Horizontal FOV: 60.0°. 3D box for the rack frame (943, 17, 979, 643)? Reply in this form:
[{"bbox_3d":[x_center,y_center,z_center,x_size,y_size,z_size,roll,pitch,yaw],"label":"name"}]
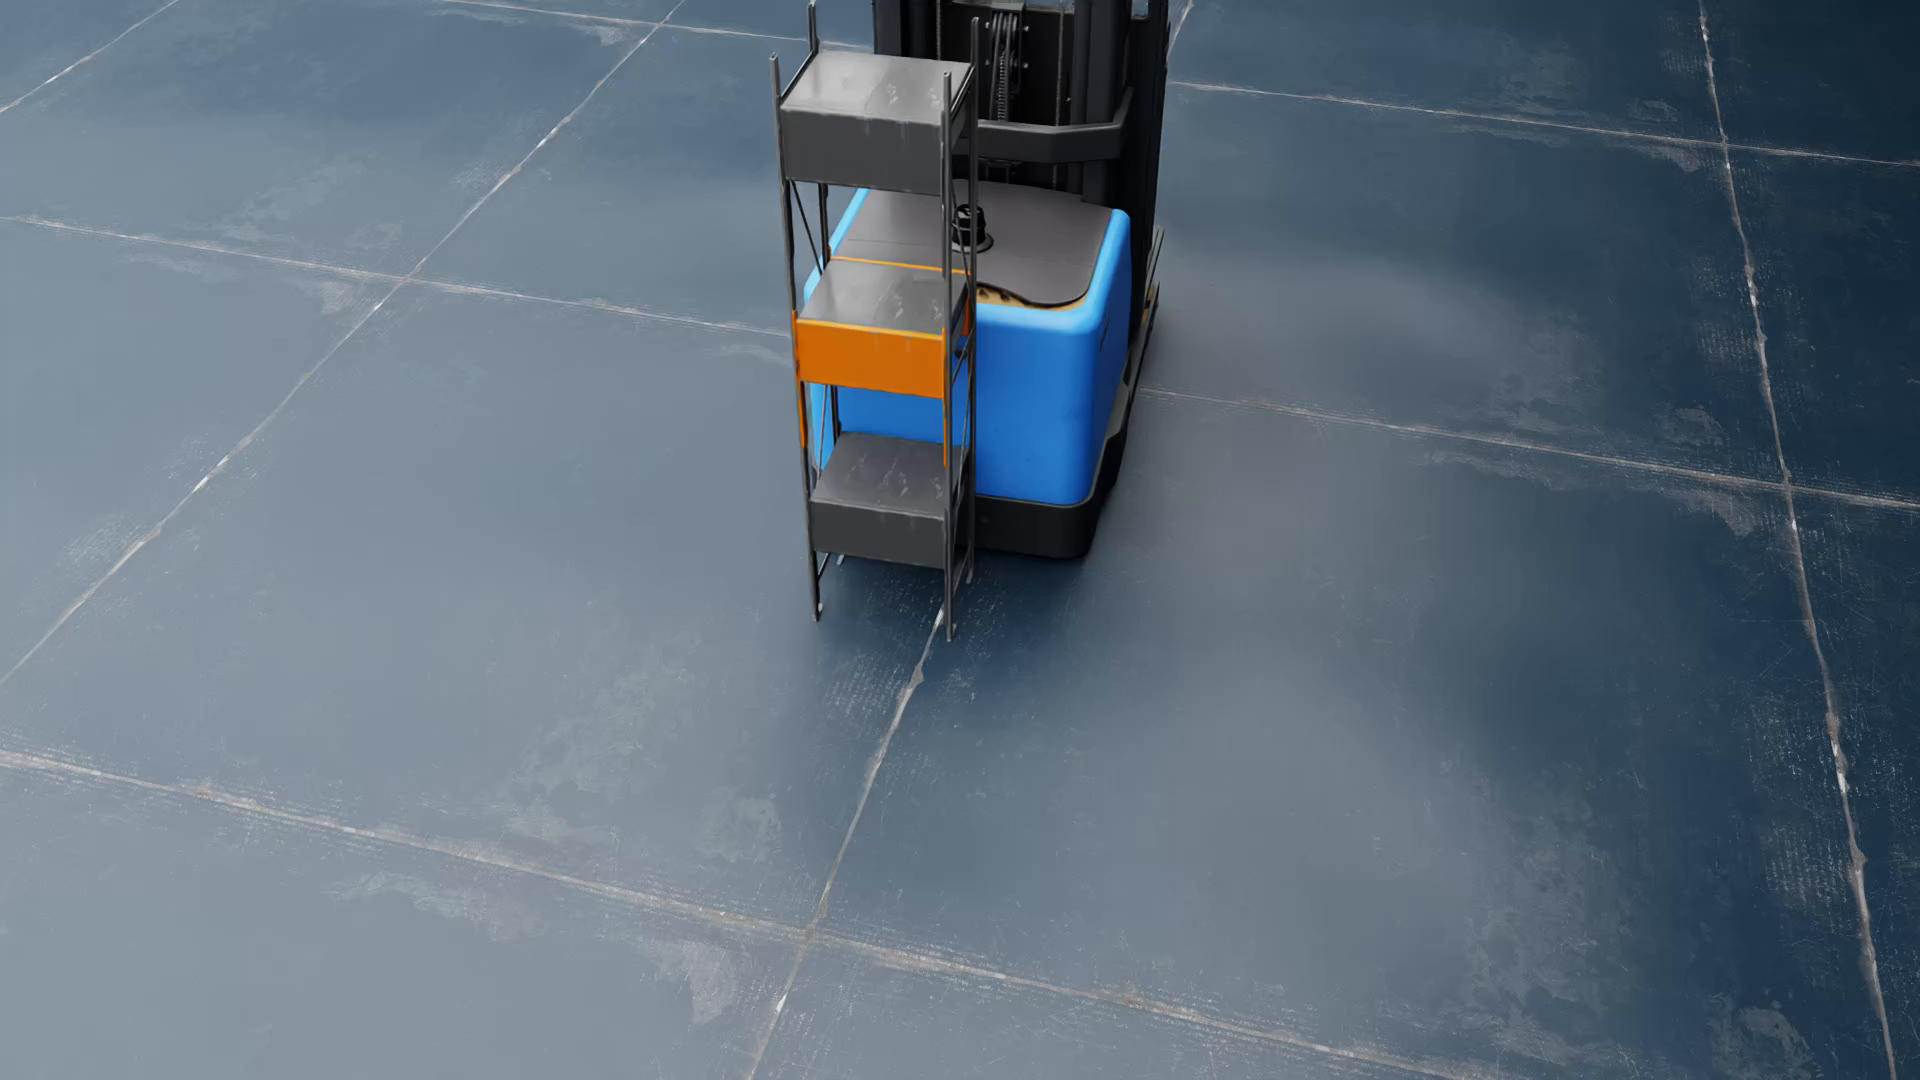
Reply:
[{"bbox_3d":[0.004,-0.569,5.295,0.015,2.100,0.400,8,41,9],"label":"rack frame"}]

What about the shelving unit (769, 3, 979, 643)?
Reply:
[{"bbox_3d":[-0.234,-0.603,5.335,0.503,2.100,0.431,8,41,9],"label":"shelving unit"}]

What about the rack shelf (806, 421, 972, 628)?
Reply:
[{"bbox_3d":[-0.234,-0.057,5.794,0.480,0.518,0.431,8,41,9],"label":"rack shelf"}]

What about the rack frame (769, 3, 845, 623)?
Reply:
[{"bbox_3d":[-0.472,-0.637,5.375,0.015,2.100,0.400,8,41,9],"label":"rack frame"}]

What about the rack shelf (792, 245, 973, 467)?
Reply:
[{"bbox_3d":[-0.234,-0.593,5.344,0.480,0.518,0.431,8,41,9],"label":"rack shelf"}]

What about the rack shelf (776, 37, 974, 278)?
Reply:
[{"bbox_3d":[-0.234,-1.129,4.894,0.480,0.518,0.431,8,41,9],"label":"rack shelf"}]

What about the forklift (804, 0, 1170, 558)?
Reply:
[{"bbox_3d":[0.270,-2.010,6.364,1.130,2.935,3.031,8,41,9],"label":"forklift"}]
